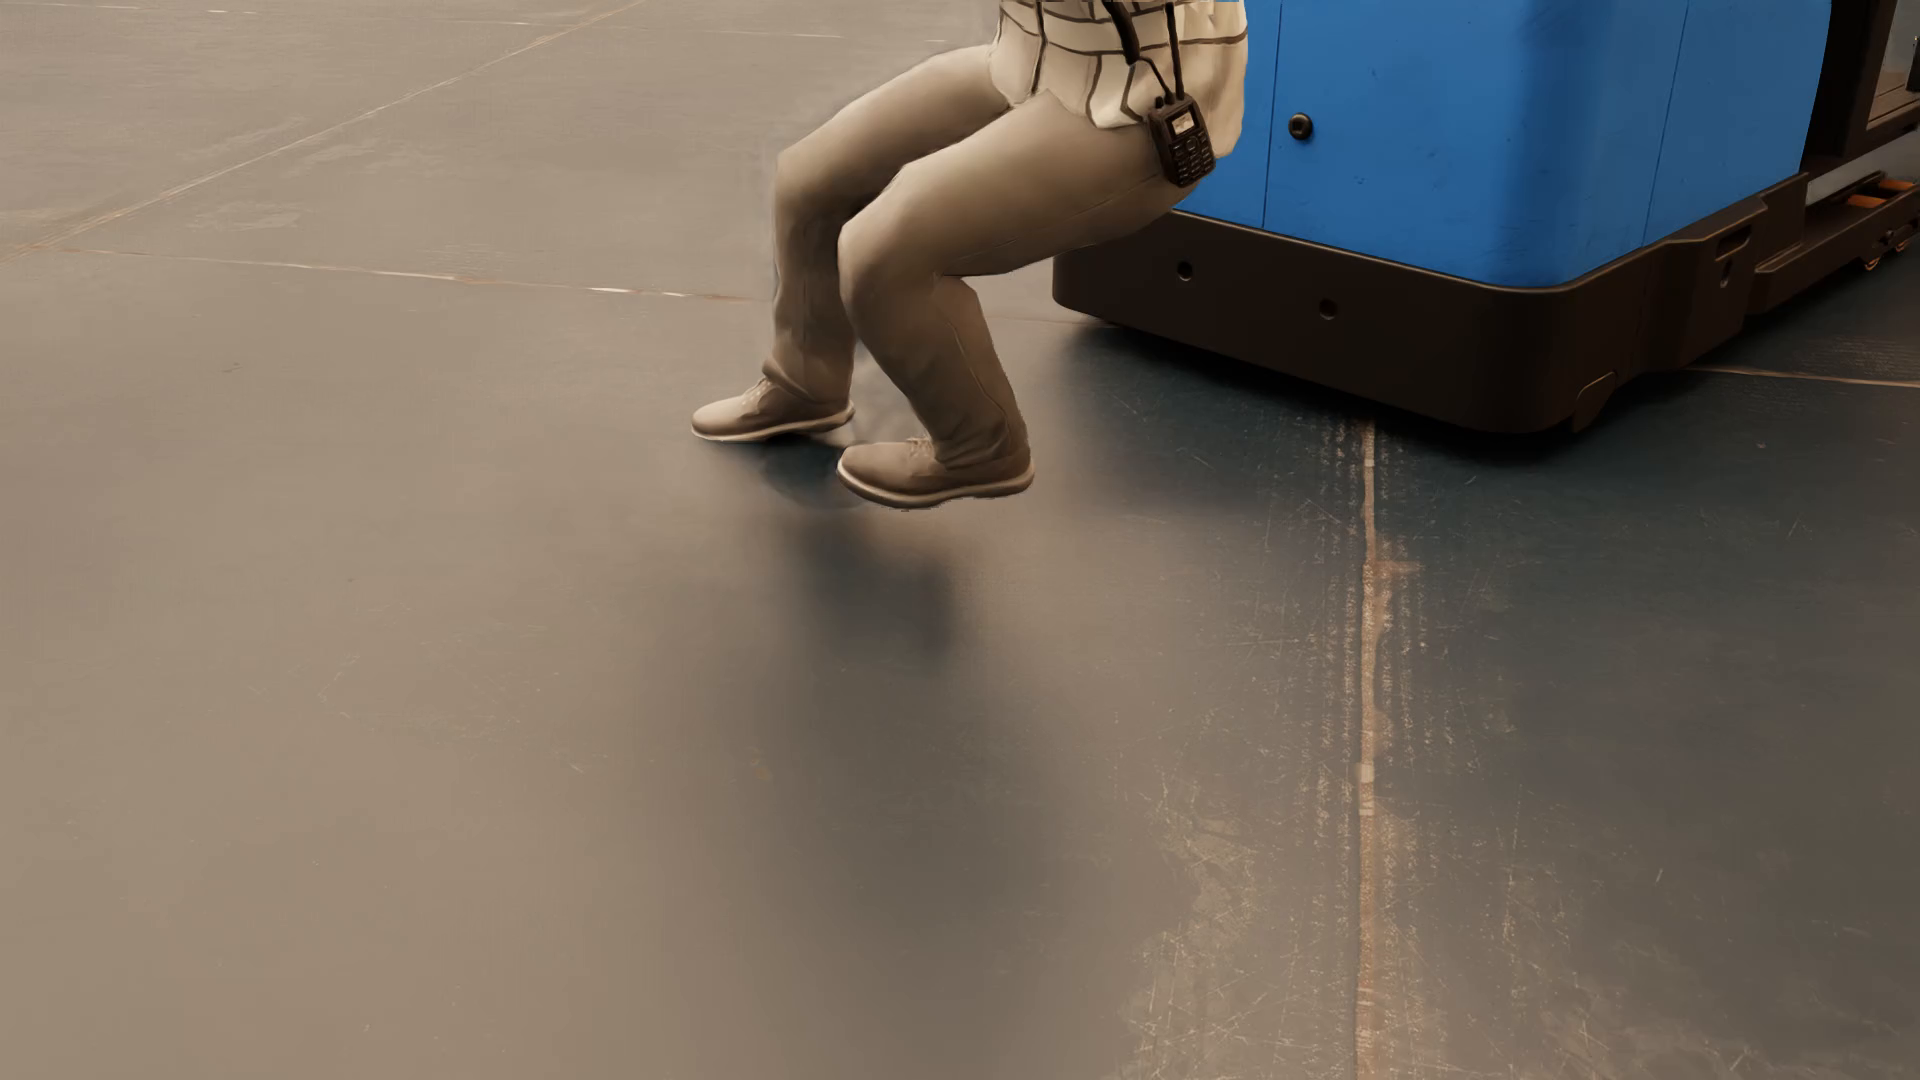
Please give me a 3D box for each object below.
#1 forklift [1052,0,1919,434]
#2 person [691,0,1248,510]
[{"bbox_3d":[1.572,-2.047,3.303,1.130,2.935,3.031,24,35,39],"label":"forklift"},{"bbox_3d":[0.062,-0.557,2.114,0.752,1.376,1.490,-16,31,-28],"label":"person"}]
